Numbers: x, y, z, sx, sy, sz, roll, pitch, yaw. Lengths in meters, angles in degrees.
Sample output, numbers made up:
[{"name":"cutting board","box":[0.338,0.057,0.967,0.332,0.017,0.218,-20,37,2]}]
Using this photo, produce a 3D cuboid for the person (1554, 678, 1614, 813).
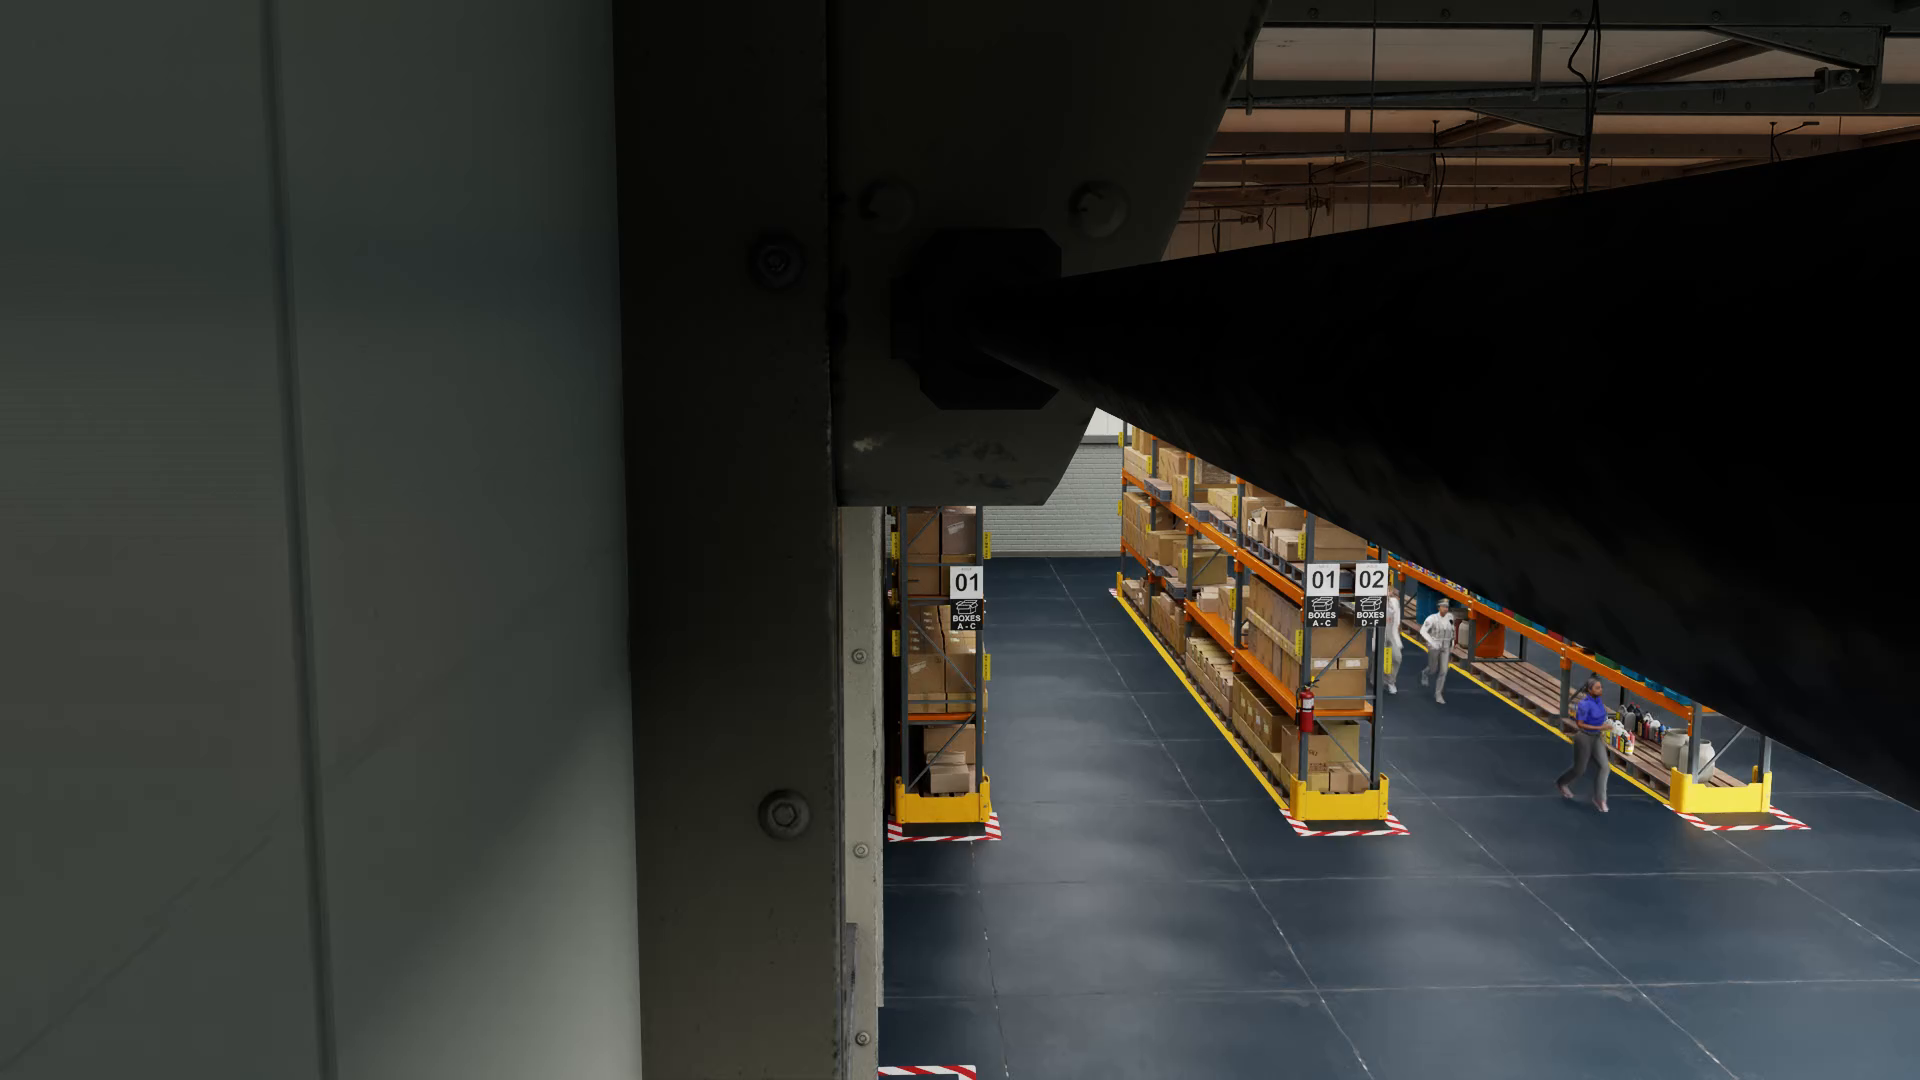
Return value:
[{"name":"person","box":[7.931,2.595,21.101,0.597,1.718,0.825,-5,10,-34]}]

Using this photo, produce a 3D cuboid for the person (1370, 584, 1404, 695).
[{"name":"person","box":[7.006,1.623,27.340,0.685,1.826,0.777,-2,8,-11]}]

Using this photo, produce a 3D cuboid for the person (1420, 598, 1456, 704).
[{"name":"person","box":[7.745,1.743,26.936,0.642,1.682,0.830,-1,8,-9]}]
